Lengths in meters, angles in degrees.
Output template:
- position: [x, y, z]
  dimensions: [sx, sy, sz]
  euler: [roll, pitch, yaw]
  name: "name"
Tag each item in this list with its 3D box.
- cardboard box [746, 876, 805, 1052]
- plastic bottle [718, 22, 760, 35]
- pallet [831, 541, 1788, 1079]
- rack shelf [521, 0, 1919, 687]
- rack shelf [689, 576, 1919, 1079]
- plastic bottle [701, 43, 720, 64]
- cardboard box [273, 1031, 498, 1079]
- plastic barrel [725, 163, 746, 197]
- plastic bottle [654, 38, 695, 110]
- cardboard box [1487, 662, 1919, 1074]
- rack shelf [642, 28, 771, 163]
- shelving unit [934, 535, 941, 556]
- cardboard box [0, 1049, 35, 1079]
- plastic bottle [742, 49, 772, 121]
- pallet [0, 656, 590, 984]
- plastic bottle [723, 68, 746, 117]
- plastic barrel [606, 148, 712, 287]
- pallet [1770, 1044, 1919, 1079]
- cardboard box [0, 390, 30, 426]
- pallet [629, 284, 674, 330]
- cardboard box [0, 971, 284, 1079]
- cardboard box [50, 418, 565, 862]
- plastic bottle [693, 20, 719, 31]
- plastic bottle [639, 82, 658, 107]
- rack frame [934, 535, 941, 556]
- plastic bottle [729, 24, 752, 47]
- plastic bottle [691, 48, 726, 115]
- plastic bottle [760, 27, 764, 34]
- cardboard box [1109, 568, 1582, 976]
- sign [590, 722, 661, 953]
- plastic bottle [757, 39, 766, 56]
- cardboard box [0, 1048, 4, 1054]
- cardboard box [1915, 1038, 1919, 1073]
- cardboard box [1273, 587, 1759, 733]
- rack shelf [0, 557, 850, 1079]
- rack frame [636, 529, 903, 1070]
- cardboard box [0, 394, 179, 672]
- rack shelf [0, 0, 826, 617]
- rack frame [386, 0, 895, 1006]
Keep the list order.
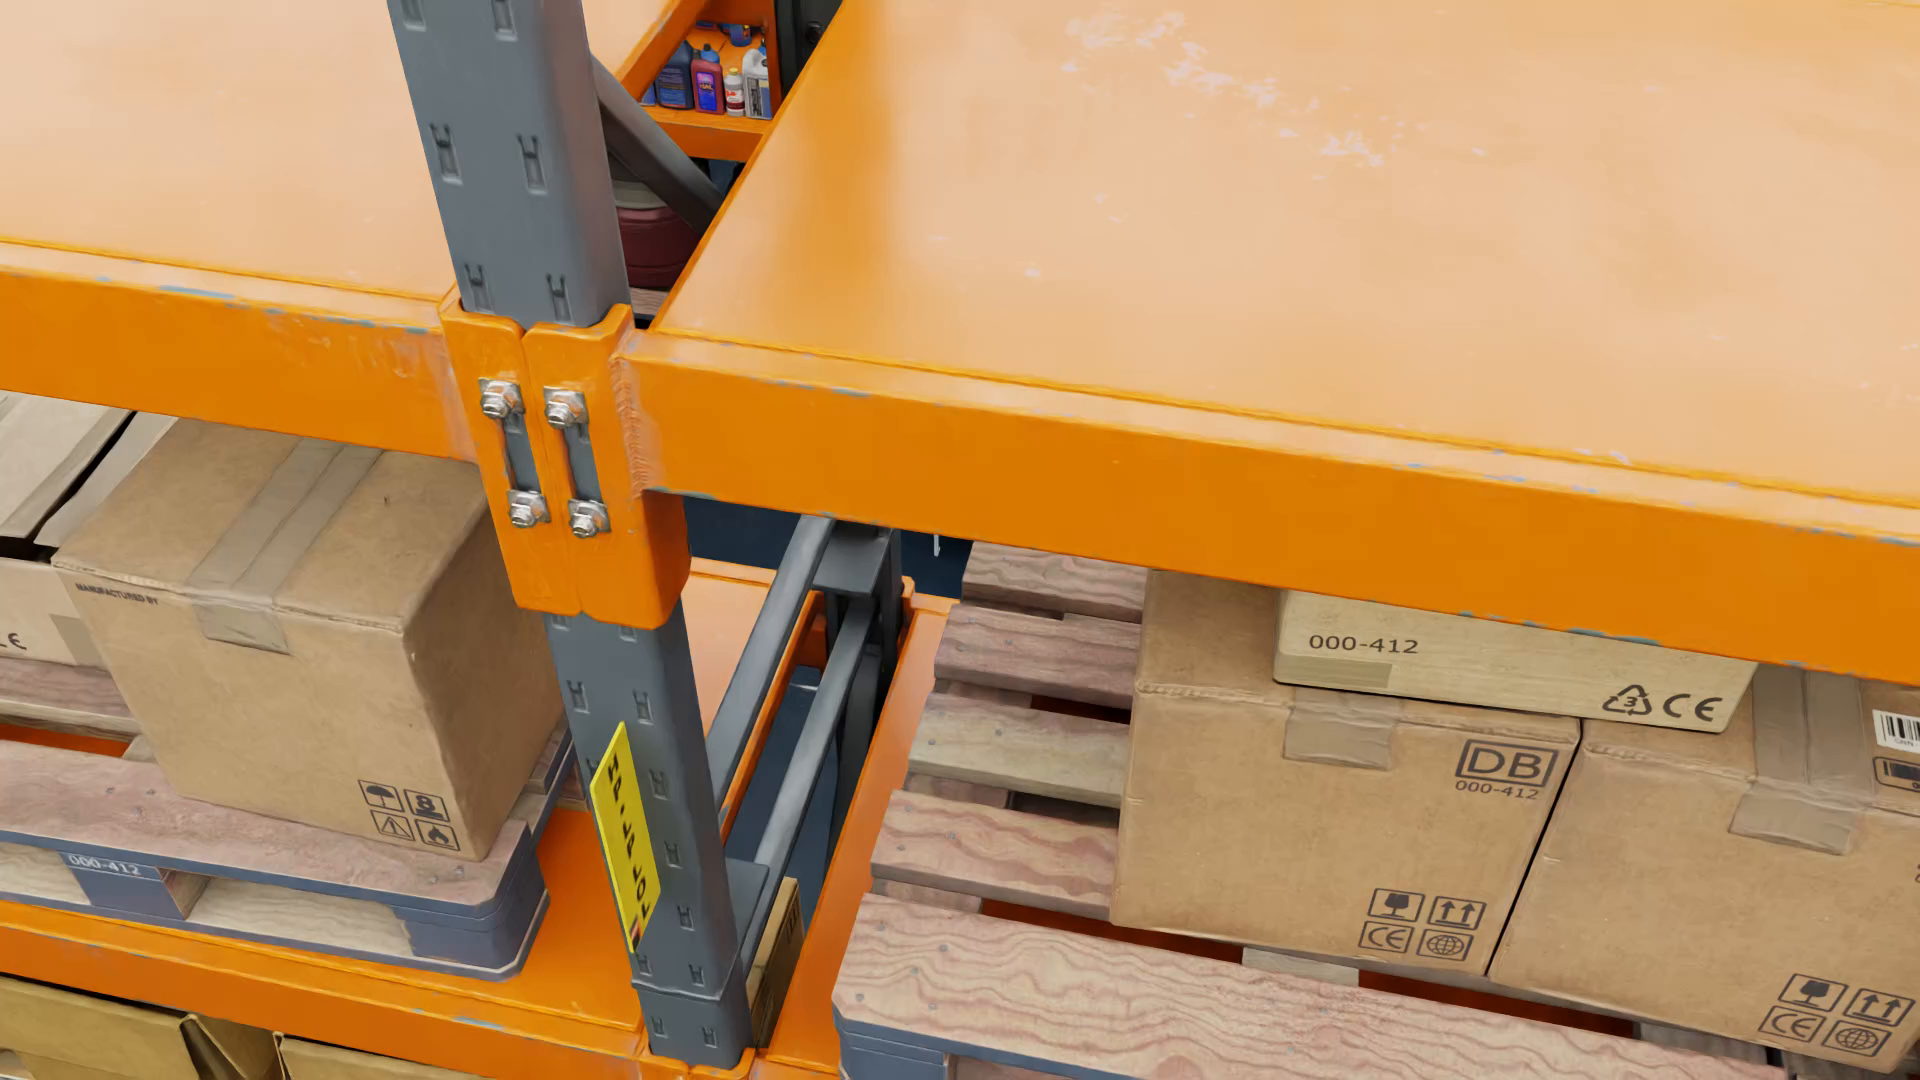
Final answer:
- position: [-0.668, 1.084, 3.848]
  dimensions: [0.500, 0.500, 0.500]
  euler: [9, 45, 9]
  name: "cardboard box"
- position: [-1.036, -2.535, 7.716]
  dimensions: [0.185, 0.351, 0.144]
  euler: [9, 45, 9]
  name: "plastic bottle"
- position: [0.522, 0.441, 2.489]
  dimensions: [1.213, 0.211, 1.003]
  euler: [9, 45, 9]
  name: "pallet"
- position: [1.678, -0.096, 1.628]
  dimensions: [4.000, 0.370, 1.077]
  euler: [9, 45, 9]
  name: "rack shelf"
- position: [1.678, 0.840, 2.530]
  dimensions: [4.000, 0.370, 1.077]
  euler: [9, 45, 9]
  name: "rack shelf"
- position: [-1.090, -2.035, 7.254]
  dimensions: [0.097, 0.271, 0.097]
  euler: [0, 44, 0]
  name: "plastic bottle"
- position: [-0.899, 0.871, 3.347]
  dimensions: [0.637, 0.503, 0.797]
  euler: [8, 44, 8]
  name: "cardboard box"
- position: [-0.942, -1.595, 8.195]
  dimensions: [0.421, 0.512, 0.421]
  euler: [0, 44, 0]
  name: "plastic barrel"
- position: [-1.236, -2.060, 7.222]
  dimensions: [0.185, 0.351, 0.144]
  euler: [9, 45, 9]
  name: "plastic bottle"
- position: [1.027, 0.217, 2.211]
  dimensions: [0.500, 0.500, 0.700]
  euler: [11, 45, 11]
  name: "cardboard box"
- position: [-1.144, -2.036, 7.682]
  dimensions: [4.000, 0.370, 1.077]
  euler: [9, 45, 9]
  name: "rack shelf"
- position: [0.162, -0.407, 6.768]
  dimensions: [0.503, 1.200, 0.258]
  euler: [9, 45, 9]
  name: "shelving unit"
- position: [-1.783, 1.283, 3.642]
  dimensions: [0.500, 0.500, 0.500]
  euler: [8, 45, 9]
  name: "cardboard box"
- position: [-0.854, -1.976, 7.190]
  dimensions: [0.135, 0.276, 0.152]
  euler: [9, 45, 9]
  name: "plastic bottle"
- position: [-1.179, 0.242, 2.771]
  dimensions: [1.217, 0.209, 0.805]
  euler: [7, 44, 7]
  name: "pallet"
- position: [-0.973, -1.948, 7.214]
  dimensions: [0.097, 0.201, 0.097]
  euler: [0, 44, 0]
  name: "plastic bottle"
- position: [-1.513, -1.647, 8.195]
  dimensions: [0.708, 0.588, 0.600]
  euler: [9, 45, 9]
  name: "plastic barrel"
- position: [1.709, 0.628, 2.296]
  dimensions: [1.213, 0.211, 1.003]
  euler: [9, 45, 9]
  name: "pallet"
- position: [-1.694, -0.109, 2.876]
  dimensions: [0.250, 0.149, 0.380]
  euler: [7, 44, 7]
  name: "cardboard box"
- position: [-1.131, -1.316, 8.425]
  dimensions: [1.213, 0.211, 1.003]
  euler: [9, 45, 9]
  name: "pallet"
- position: [-1.566, 0.759, 3.463]
  dimensions: [0.637, 0.503, 0.797]
  euler: [9, 45, 10]
  name: "cardboard box"
- position: [-0.842, 0.010, 2.499]
  dimensions: [0.500, 0.500, 0.700]
  euler: [10, 45, 10]
  name: "cardboard box"
- position: [-1.195, -2.521, 7.751]
  dimensions: [0.133, 0.283, 0.061]
  euler: [9, 45, 9]
  name: "plastic bottle"
- position: [-1.391, -2.059, 7.276]
  dimensions: [0.135, 0.276, 0.152]
  euler: [9, 45, 9]
  name: "plastic bottle"
- position: [-0.077, -0.444, 6.806]
  dimensions: [0.015, 1.200, 0.240]
  euler: [9, 45, 9]
  name: "rack frame"
- position: [-1.020, -2.418, 7.652]
  dimensions: [0.097, 0.271, 0.097]
  euler: [0, 44, 0]
  name: "plastic bottle"
- position: [-1.090, -1.983, 7.191]
  dimensions: [0.133, 0.283, 0.061]
  euler: [9, 45, 9]
  name: "plastic bottle"
- position: [-0.893, -2.500, 7.738]
  dimensions: [0.097, 0.271, 0.097]
  euler: [0, 44, 0]
  name: "plastic bottle"
- position: [0.503, 0.133, 2.299]
  dimensions: [0.500, 0.500, 0.700]
  euler: [6, 44, 7]
  name: "cardboard box"
- position: [-0.383, 0.347, 1.923]
  dimensions: [0.005, 0.325, 0.100]
  euler: [9, 45, 9]
  name: "sign"
- position: [-0.845, -2.062, 7.282]
  dimensions: [0.097, 0.271, 0.097]
  euler: [0, 44, 0]
  name: "plastic bottle"
- position: [-2.176, 0.675, 3.550]
  dimensions: [0.637, 0.503, 0.797]
  euler: [10, 45, 10]
  name: "cardboard box"
- position: [1.506, 0.393, 2.029]
  dimensions: [0.500, 0.500, 0.700]
  euler: [11, 45, 11]
  name: "cardboard box"
- position: [0.642, -0.068, 1.967]
  dimensions: [0.500, 0.250, 0.500]
  euler: [6, 44, 6]
  name: "cardboard box"
- position: [-2.226, 0.235, 3.159]
  dimensions: [4.000, 0.370, 1.077]
  euler: [9, 45, 9]
  name: "rack shelf"
- position: [-0.274, 1.359, 3.635]
  dimensions: [0.127, 3.000, 1.000]
  euler: [9, 45, 9]
  name: "rack frame"
- position: [-1.325, -0.068, 2.716]
  dimensions: [0.500, 0.311, 0.500]
  euler: [7, 44, 8]
  name: "cardboard box"
- position: [-2.226, -0.702, 2.257]
  dimensions: [4.000, 0.370, 1.077]
  euler: [9, 45, 9]
  name: "rack shelf"
- position: [-0.274, -0.802, 1.555]
  dimensions: [0.127, 3.000, 1.000]
  euler: [9, 45, 9]
  name: "rack frame"
